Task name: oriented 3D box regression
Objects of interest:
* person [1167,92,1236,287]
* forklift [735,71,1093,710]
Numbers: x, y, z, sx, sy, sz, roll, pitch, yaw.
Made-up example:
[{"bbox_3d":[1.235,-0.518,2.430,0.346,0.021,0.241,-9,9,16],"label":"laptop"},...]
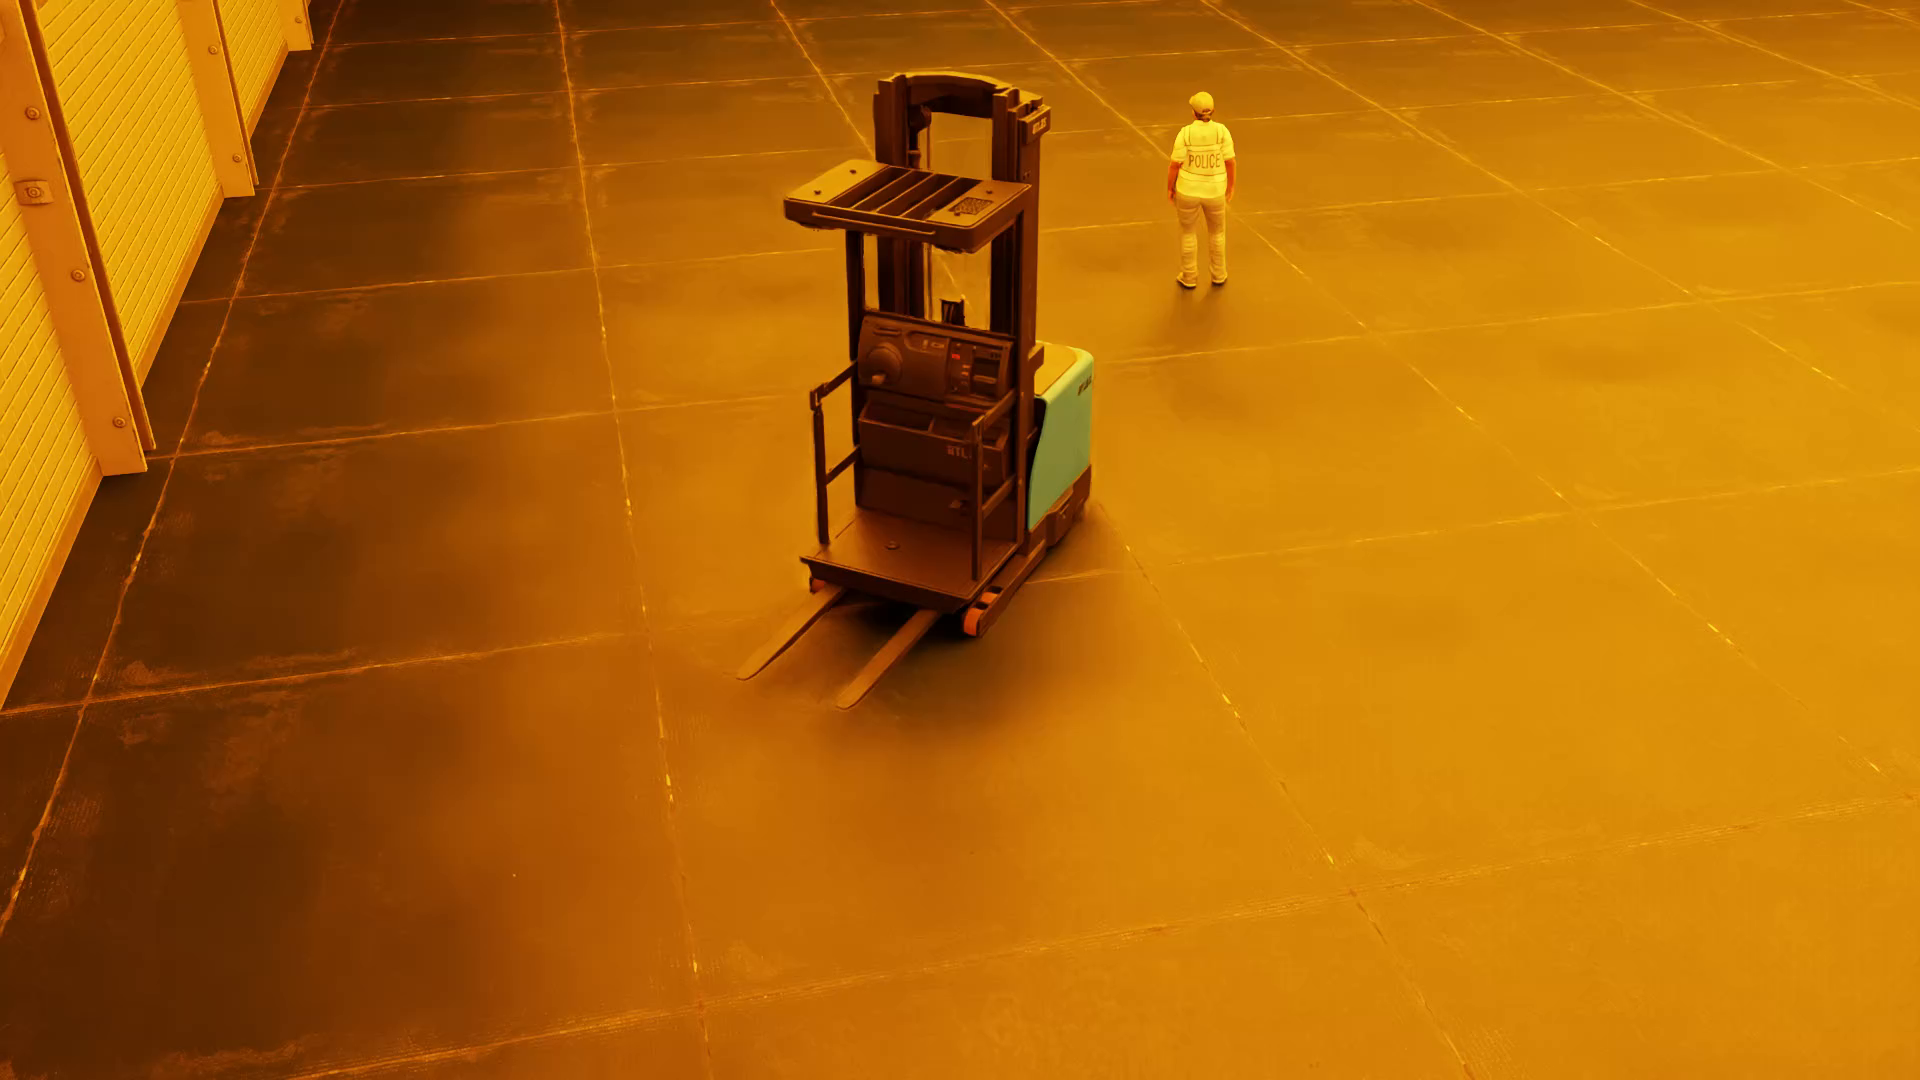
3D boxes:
[{"bbox_3d":[2.018,-2.932,13.889,0.593,1.671,0.526,1,30,2],"label":"person"},{"bbox_3d":[-0.240,-0.962,9.236,1.130,2.935,3.031,13,33,22],"label":"forklift"}]
